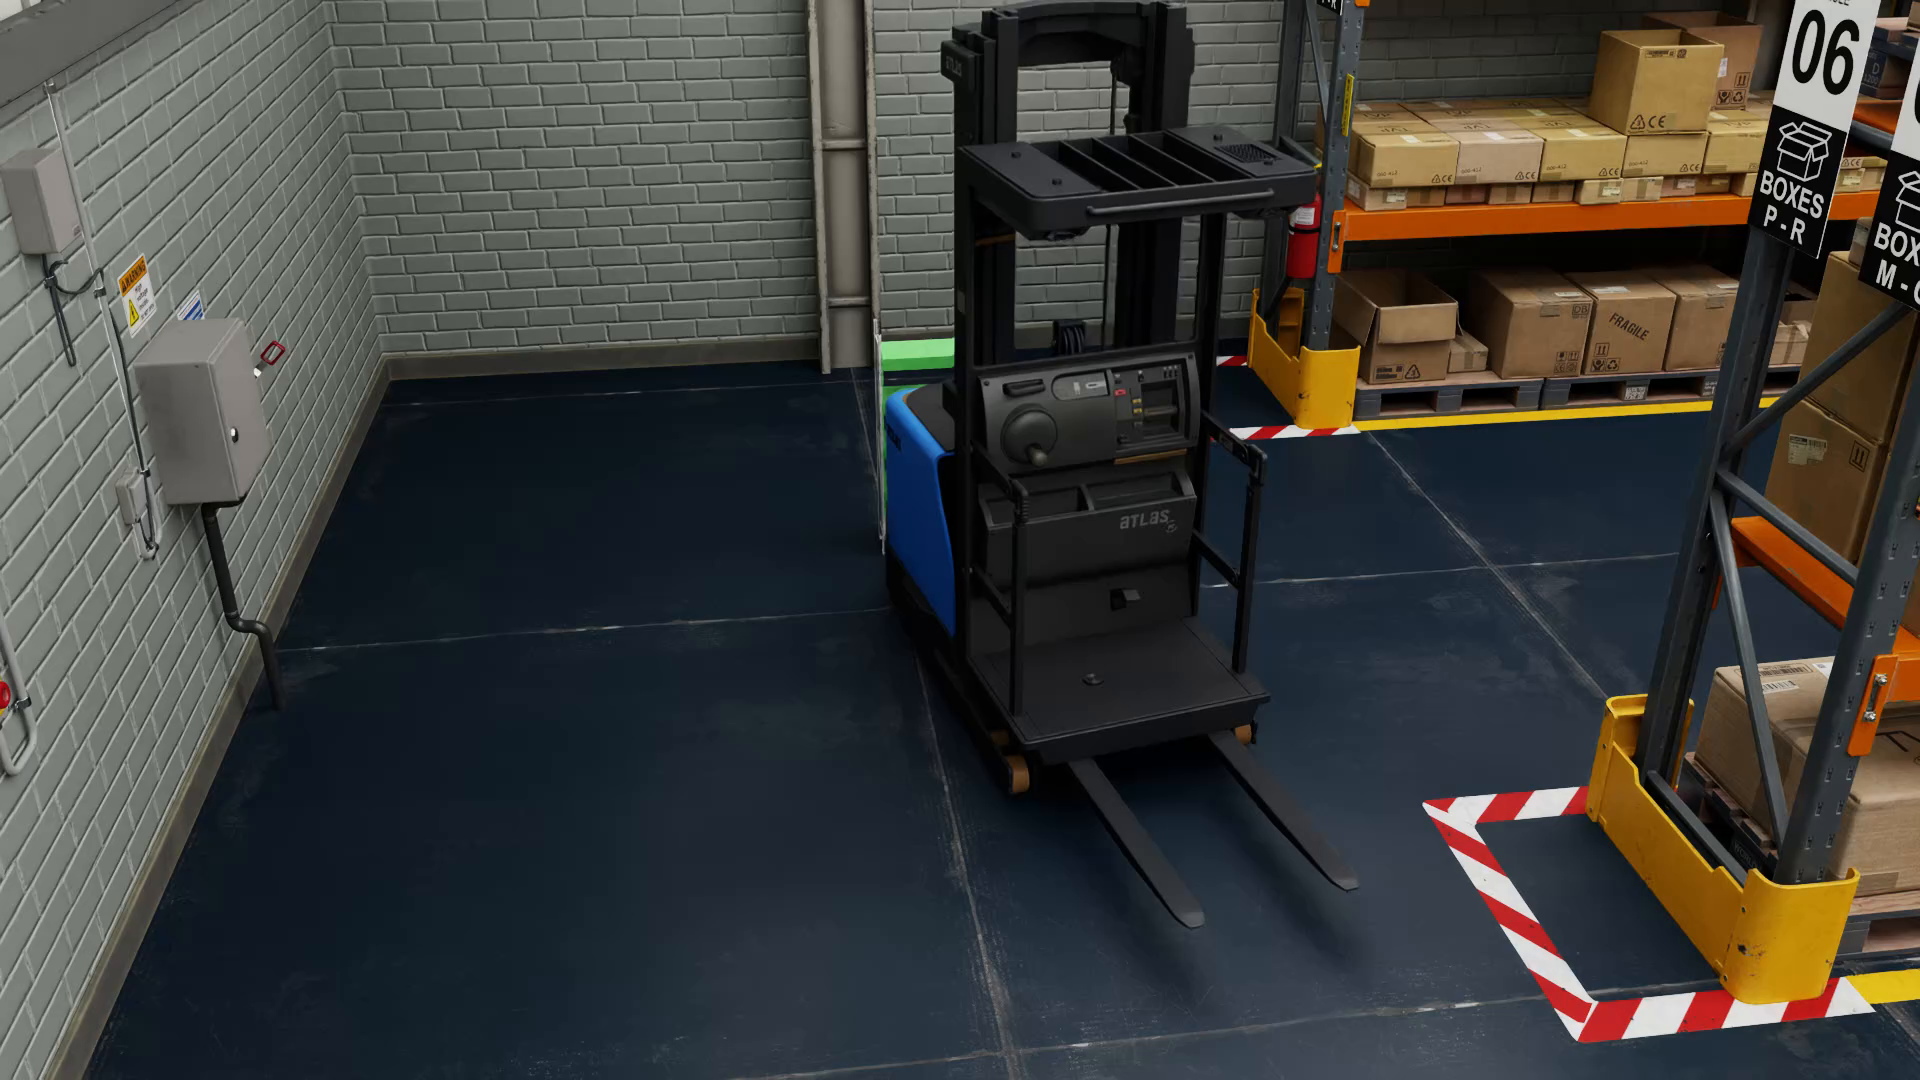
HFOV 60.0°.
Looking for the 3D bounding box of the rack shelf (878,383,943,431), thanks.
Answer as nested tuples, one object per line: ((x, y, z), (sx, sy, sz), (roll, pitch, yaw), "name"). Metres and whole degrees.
((-0.164, -0.680, 8.375), (0.480, 0.148, 0.258), (-4, 27, -7), "rack shelf")

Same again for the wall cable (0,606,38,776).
((-2.818, -0.121, 4.552), (0.123, 1.953, 0.585), (-4, 27, -7), "wall cable")

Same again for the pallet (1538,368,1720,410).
((4.137, -1.159, 10.778), (1.213, 0.211, 1.003), (-4, 27, -7), "pallet")

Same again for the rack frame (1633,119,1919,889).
((2.762, -0.024, 5.511), (0.127, 3.000, 1.000), (-4, 27, -7), "rack frame")

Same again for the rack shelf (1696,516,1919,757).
((4.743, 0.169, 5.923), (4.000, 0.370, 1.077), (-4, 27, -7), "rack shelf")

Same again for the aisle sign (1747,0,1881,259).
((2.648, -1.316, 5.182), (0.004, 0.787, 0.394), (-4, 27, -7), "aisle sign")

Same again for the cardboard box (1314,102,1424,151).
((2.485, -2.483, 10.141), (0.500, 0.250, 0.500), (-3, 27, -6), "cardboard box")

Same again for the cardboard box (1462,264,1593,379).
((3.538, -1.375, 10.423), (0.500, 0.500, 0.700), (-3, 27, -5), "cardboard box")

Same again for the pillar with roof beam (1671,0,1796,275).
((5.812, -3.608, 5.925), (0.400, 9.000, 9.100), (-4, 27, -7), "pillar with roof beam")

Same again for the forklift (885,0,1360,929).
((0.601, -0.483, 6.480), (1.130, 2.935, 3.031), (-9, 29, -17), "forklift")

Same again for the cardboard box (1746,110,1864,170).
((5.063, -2.406, 9.993), (0.500, 0.250, 0.500), (-4, 27, -7), "cardboard box")

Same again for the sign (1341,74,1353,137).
((2.143, -2.408, 9.208), (0.005, 0.325, 0.100), (-4, 27, -7), "sign")

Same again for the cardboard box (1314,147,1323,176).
((2.358, -2.298, 10.219), (0.250, 0.149, 0.380), (-4, 27, -8), "cardboard box")

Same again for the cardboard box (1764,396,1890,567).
((3.203, -0.219, 5.781), (0.500, 0.500, 0.500), (-4, 27, -7), "cardboard box")

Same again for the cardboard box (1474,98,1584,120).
((3.487, -2.544, 10.261), (0.500, 0.250, 0.500), (-3, 27, -5), "cardboard box")

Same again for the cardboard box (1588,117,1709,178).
((4.058, -2.348, 9.880), (0.500, 0.250, 0.500), (-4, 27, -8), "cardboard box")

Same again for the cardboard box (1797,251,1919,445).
((3.206, -0.652, 5.530), (0.500, 0.500, 0.500), (-3, 27, -5), "cardboard box")

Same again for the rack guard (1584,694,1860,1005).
((2.738, 1.090, 6.079), (0.348, 0.500, 1.175), (-4, 27, -7), "rack guard")

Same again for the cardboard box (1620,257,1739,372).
((4.566, -1.441, 10.551), (0.500, 0.500, 0.700), (-5, 28, -9), "cardboard box")

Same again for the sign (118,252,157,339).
((-3.164, -0.943, 6.397), (0.001, 0.242, 0.339), (-4, 27, -7), "sign")

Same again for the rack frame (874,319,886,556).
((-0.406, -0.508, 8.425), (0.015, 1.200, 0.240), (-4, 27, -7), "rack frame")

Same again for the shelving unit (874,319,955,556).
((-0.164, -0.523, 8.456), (0.503, 1.200, 0.258), (-4, 27, -7), "shelving unit")

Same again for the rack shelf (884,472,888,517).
((-0.164, -0.253, 8.594), (0.480, 0.148, 0.258), (-4, 27, -7), "rack shelf")

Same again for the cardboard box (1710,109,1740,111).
((4.493, -2.611, 10.392), (0.500, 0.250, 0.500), (-3, 27, -6), "cardboard box")

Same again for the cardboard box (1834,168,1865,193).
((5.238, -2.222, 10.070), (0.250, 0.149, 0.380), (-3, 27, -6), "cardboard box")

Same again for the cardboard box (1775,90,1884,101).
((5.500, -2.678, 10.522), (0.500, 0.250, 0.500), (-4, 27, -8), "cardboard box")

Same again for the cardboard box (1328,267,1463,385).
((2.686, -1.340, 10.350), (0.637, 0.503, 0.797), (-5, 28, -9), "cardboard box")

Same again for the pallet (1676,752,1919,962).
((3.543, 1.130, 6.316), (1.213, 0.211, 1.003), (-4, 27, -7), "pallet")

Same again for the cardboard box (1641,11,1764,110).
((4.516, -2.947, 10.225), (0.500, 0.500, 0.500), (-4, 27, -9), "cardboard box")

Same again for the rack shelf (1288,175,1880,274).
((4.047, -2.075, 10.296), (4.000, 0.370, 1.077), (-4, 27, -7), "rack shelf")

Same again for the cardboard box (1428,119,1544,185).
((3.053, -2.273, 9.732), (0.500, 0.250, 0.500), (-3, 27, -7), "cardboard box")

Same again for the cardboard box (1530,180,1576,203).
((3.452, -2.130, 9.891), (0.250, 0.149, 0.380), (-3, 27, -6), "cardboard box")

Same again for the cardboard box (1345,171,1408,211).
((2.431, -2.053, 9.740), (0.250, 0.149, 0.380), (-4, 27, -8), "cardboard box")

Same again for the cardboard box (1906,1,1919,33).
((3.195, -1.593, 4.877), (0.500, 0.250, 0.500), (-6, 28, -12), "cardboard box")

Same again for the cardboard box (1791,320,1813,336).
((5.517, -1.272, 10.607), (0.250, 0.149, 0.380), (-4, 28, -9), "cardboard box")

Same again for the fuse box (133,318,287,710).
((-2.967, -0.041, 6.955), (0.414, 1.711, 0.539), (-4, 27, -7), "fuse box")

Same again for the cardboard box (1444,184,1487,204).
((2.931, -2.122, 9.876), (0.250, 0.149, 0.380), (-4, 27, -8), "cardboard box")

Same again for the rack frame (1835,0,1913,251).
((6.028, -2.522, 10.380), (0.127, 3.000, 1.000), (-4, 27, -7), "rack frame")

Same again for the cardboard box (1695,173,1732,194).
((4.455, -2.223, 10.072), (0.250, 0.149, 0.380), (-3, 27, -6), "cardboard box")

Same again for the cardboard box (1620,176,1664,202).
((3.971, -2.138, 9.907), (0.250, 0.149, 0.380), (-3, 27, -6), "cardboard box")

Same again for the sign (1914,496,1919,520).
((2.833, -0.193, 4.806), (0.005, 0.325, 0.100), (-4, 27, -7), "sign")
